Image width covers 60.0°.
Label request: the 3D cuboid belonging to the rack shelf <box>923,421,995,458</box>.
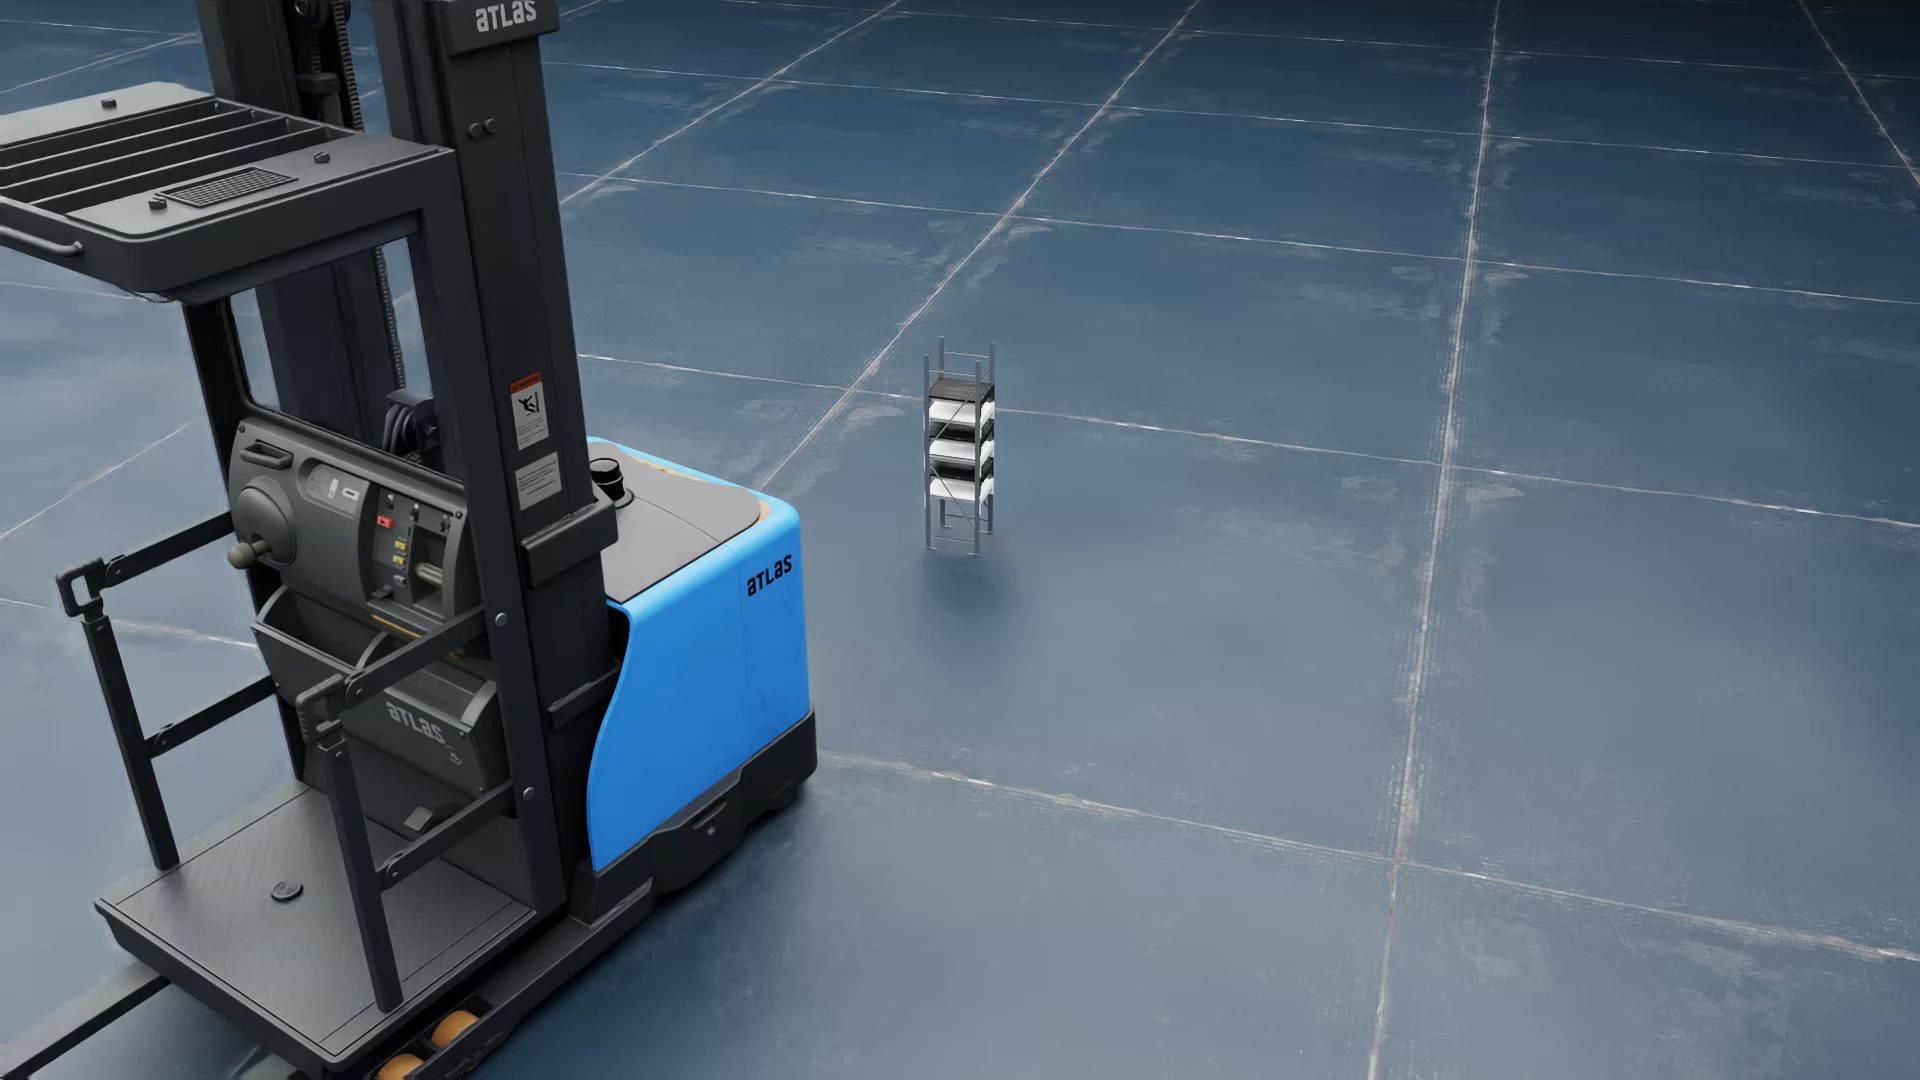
[{"bbox_3d":[-0.002,-0.439,6.997,0.258,0.077,0.200,8,30,15],"label":"rack shelf"}]

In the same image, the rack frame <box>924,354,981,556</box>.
[{"bbox_3d":[-0.032,-0.342,6.940,0.240,0.900,0.006,8,30,15],"label":"rack frame"}]

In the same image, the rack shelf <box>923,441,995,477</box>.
[{"bbox_3d":[-0.002,-0.360,7.041,0.258,0.077,0.200,8,30,15],"label":"rack shelf"}]

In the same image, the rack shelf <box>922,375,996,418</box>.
[{"bbox_3d":[-0.002,-0.596,6.909,0.258,0.077,0.200,8,30,15],"label":"rack shelf"}]

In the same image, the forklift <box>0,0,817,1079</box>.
[{"bbox_3d":[-1.739,0.004,4.228,1.130,2.935,3.031,18,34,30],"label":"forklift"}]

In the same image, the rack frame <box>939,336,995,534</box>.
[{"bbox_3d":[0.027,-0.437,7.109,0.240,0.900,0.006,8,30,15],"label":"rack frame"}]

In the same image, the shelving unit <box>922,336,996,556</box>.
[{"bbox_3d":[-0.002,-0.389,7.024,0.258,0.900,0.210,8,30,15],"label":"shelving unit"}]

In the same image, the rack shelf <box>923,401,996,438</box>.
[{"bbox_3d":[-0.002,-0.518,6.953,0.258,0.077,0.200,8,30,15],"label":"rack shelf"}]

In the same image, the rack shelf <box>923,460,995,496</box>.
[{"bbox_3d":[-0.002,-0.282,7.084,0.258,0.077,0.200,8,30,15],"label":"rack shelf"}]

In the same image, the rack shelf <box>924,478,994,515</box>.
[{"bbox_3d":[-0.002,-0.203,7.128,0.258,0.077,0.200,8,30,15],"label":"rack shelf"}]
